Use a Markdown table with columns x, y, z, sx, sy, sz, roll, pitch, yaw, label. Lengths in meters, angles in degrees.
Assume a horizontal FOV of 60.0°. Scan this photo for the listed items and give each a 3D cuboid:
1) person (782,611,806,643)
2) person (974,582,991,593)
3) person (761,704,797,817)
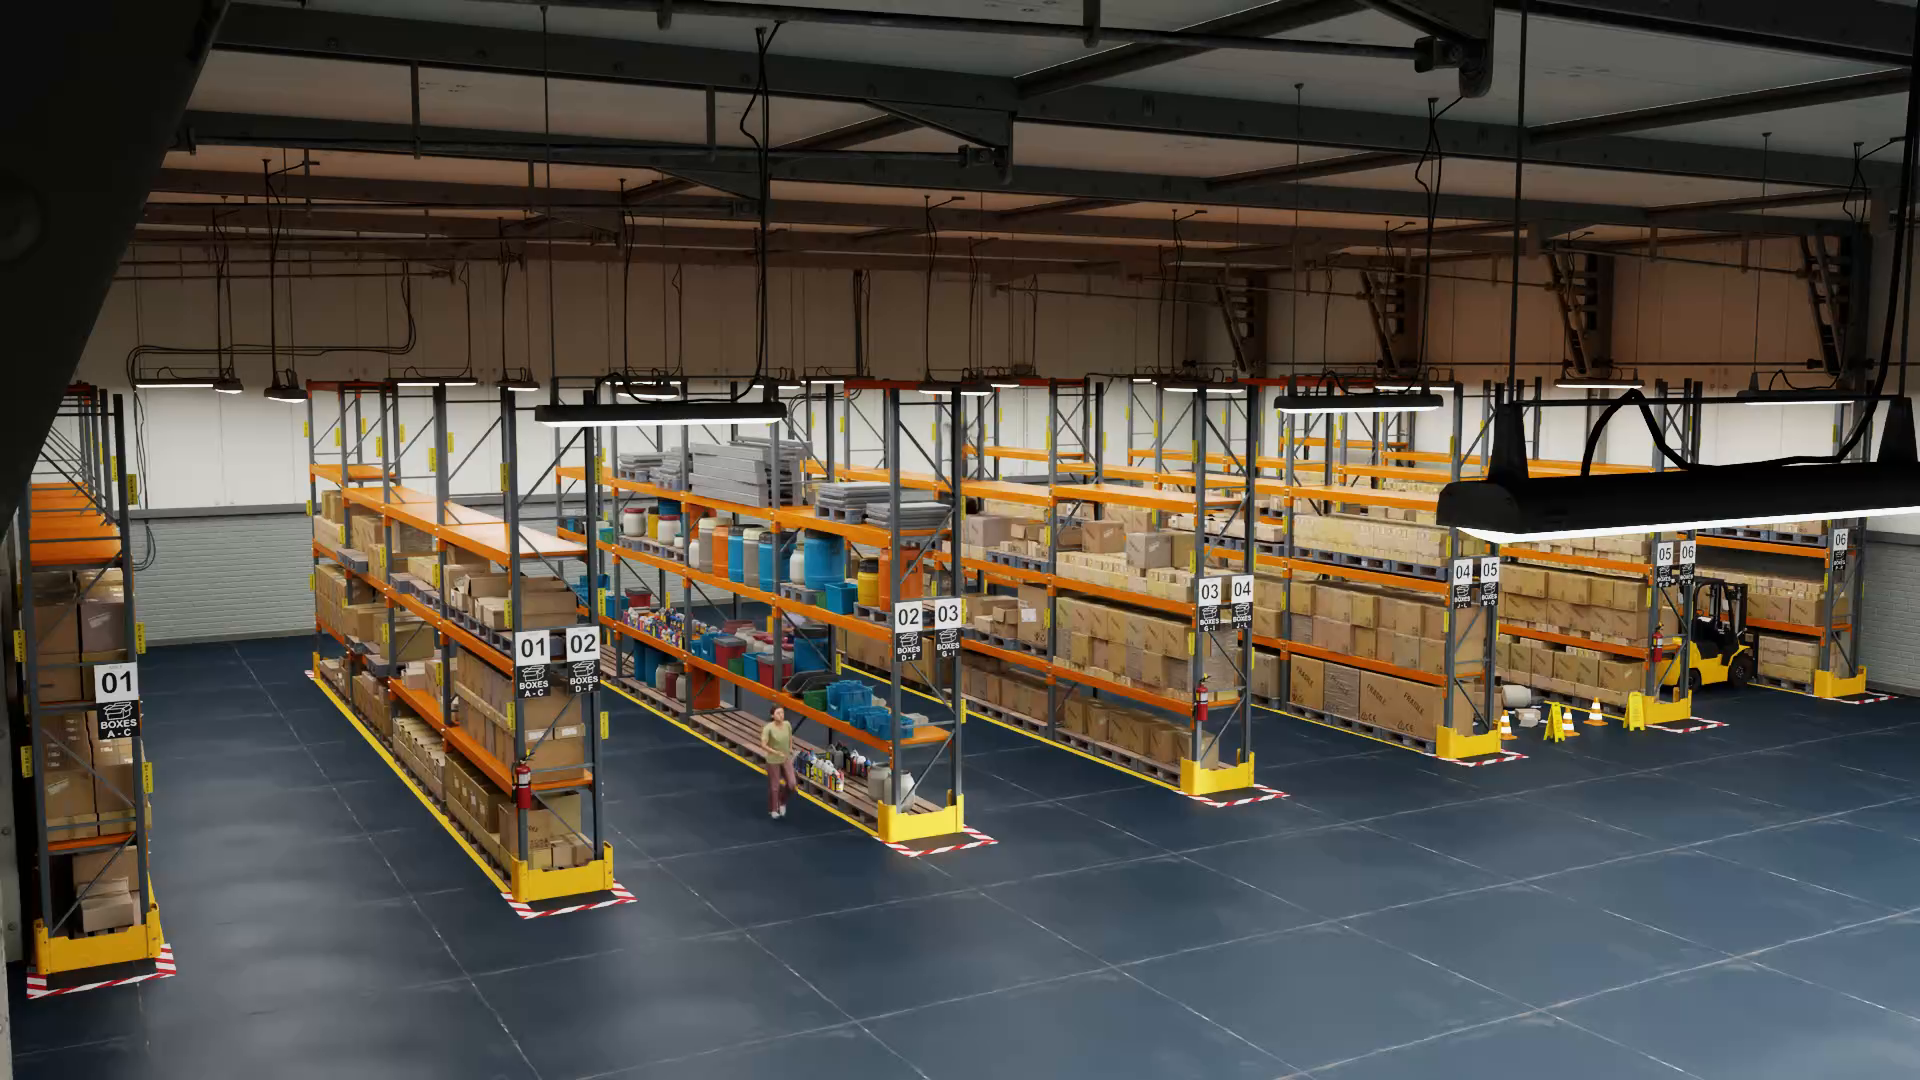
| x | y | z | sx | sy | sz | roll | pitch | yaw | label |
| --- | --- | --- | --- | --- | --- | --- | --- | --- | --- |
| -3.076 | 1.936 | 31.108 | 0.599 | 1.681 | 0.841 | -6 | 8 | -43 | person |
| 0.639 | 1.146 | 41.967 | 0.610 | 1.480 | 0.603 | 0 | 6 | -3 | person |
| -2.494 | 3.066 | 23.000 | 0.552 | 1.626 | 0.680 | -3 | 7 | -30 | person |
